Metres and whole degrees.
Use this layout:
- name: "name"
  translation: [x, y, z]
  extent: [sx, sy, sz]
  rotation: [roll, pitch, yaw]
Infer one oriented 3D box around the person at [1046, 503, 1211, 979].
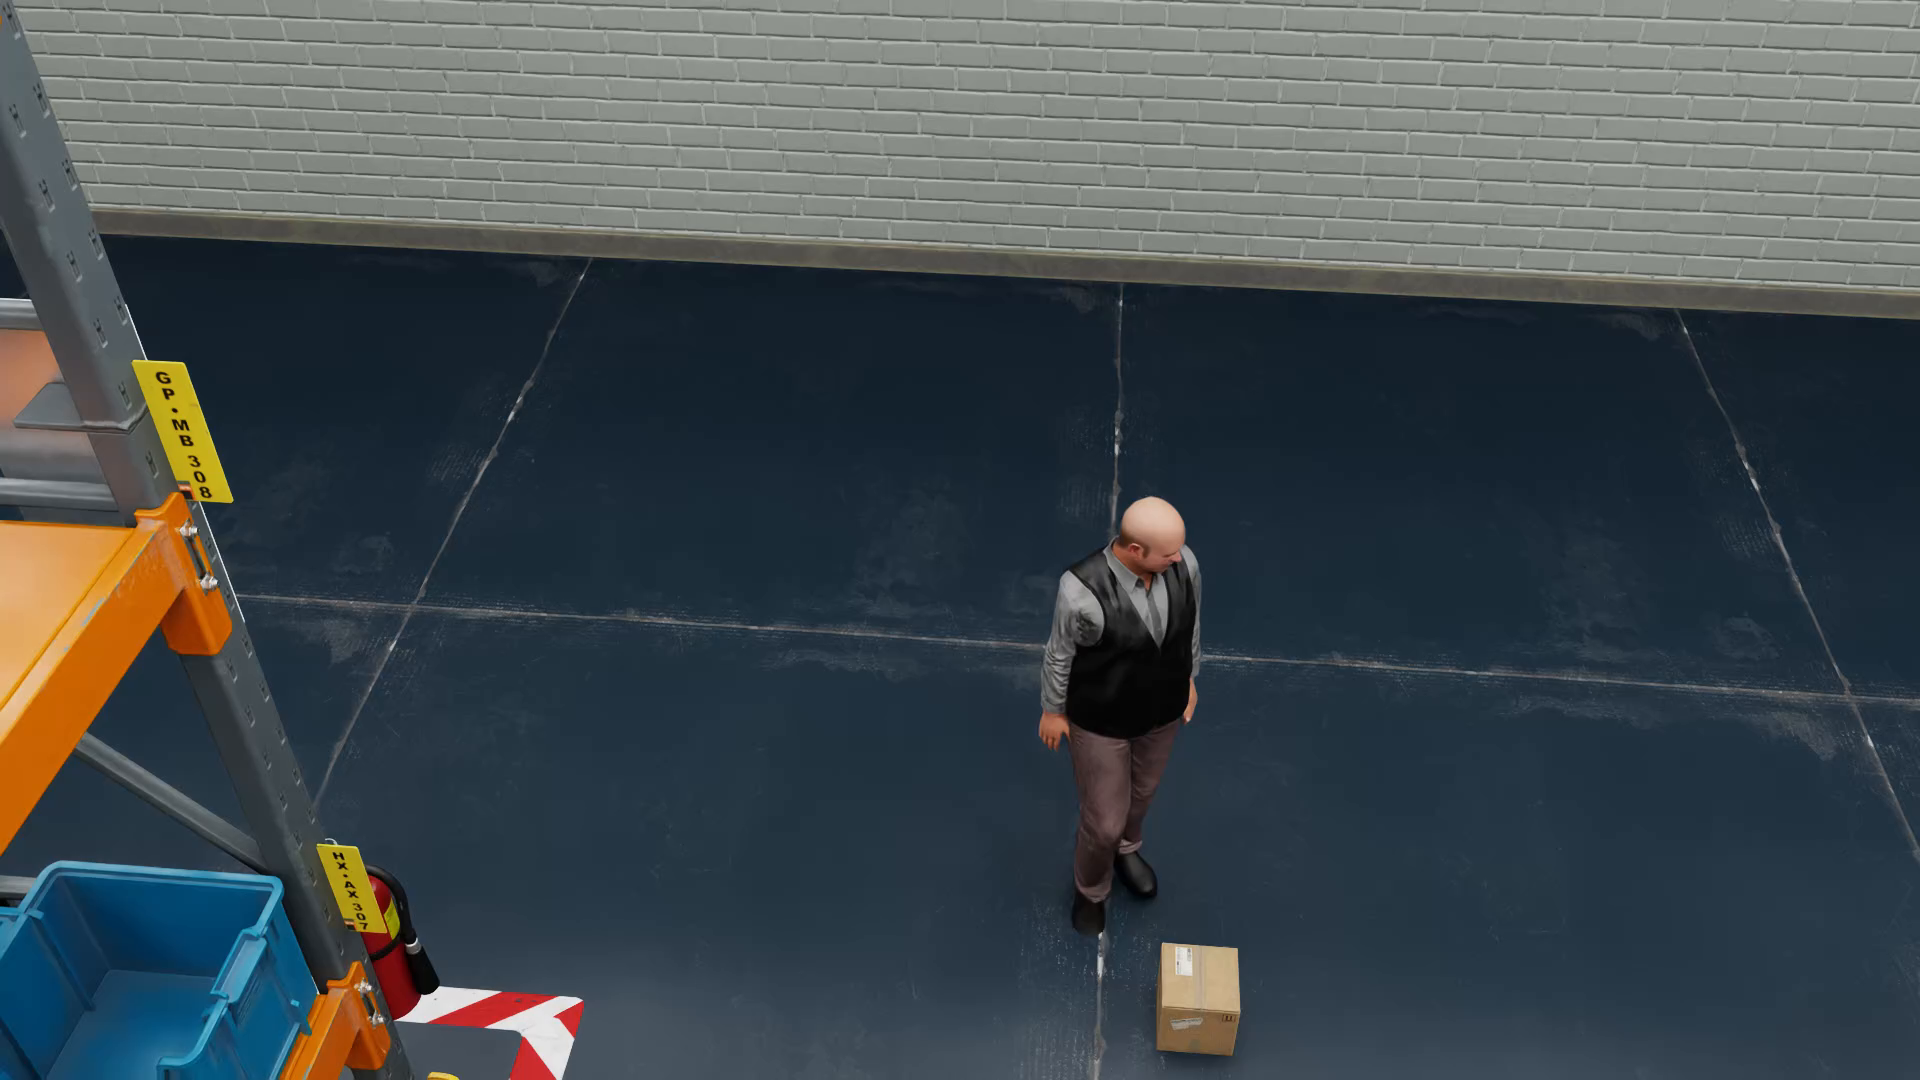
- name: "person"
  translation: [0.616, 0.632, 5.434]
  extent: [0.571, 1.771, 0.535]
  rotation: [-20, 44, -22]
